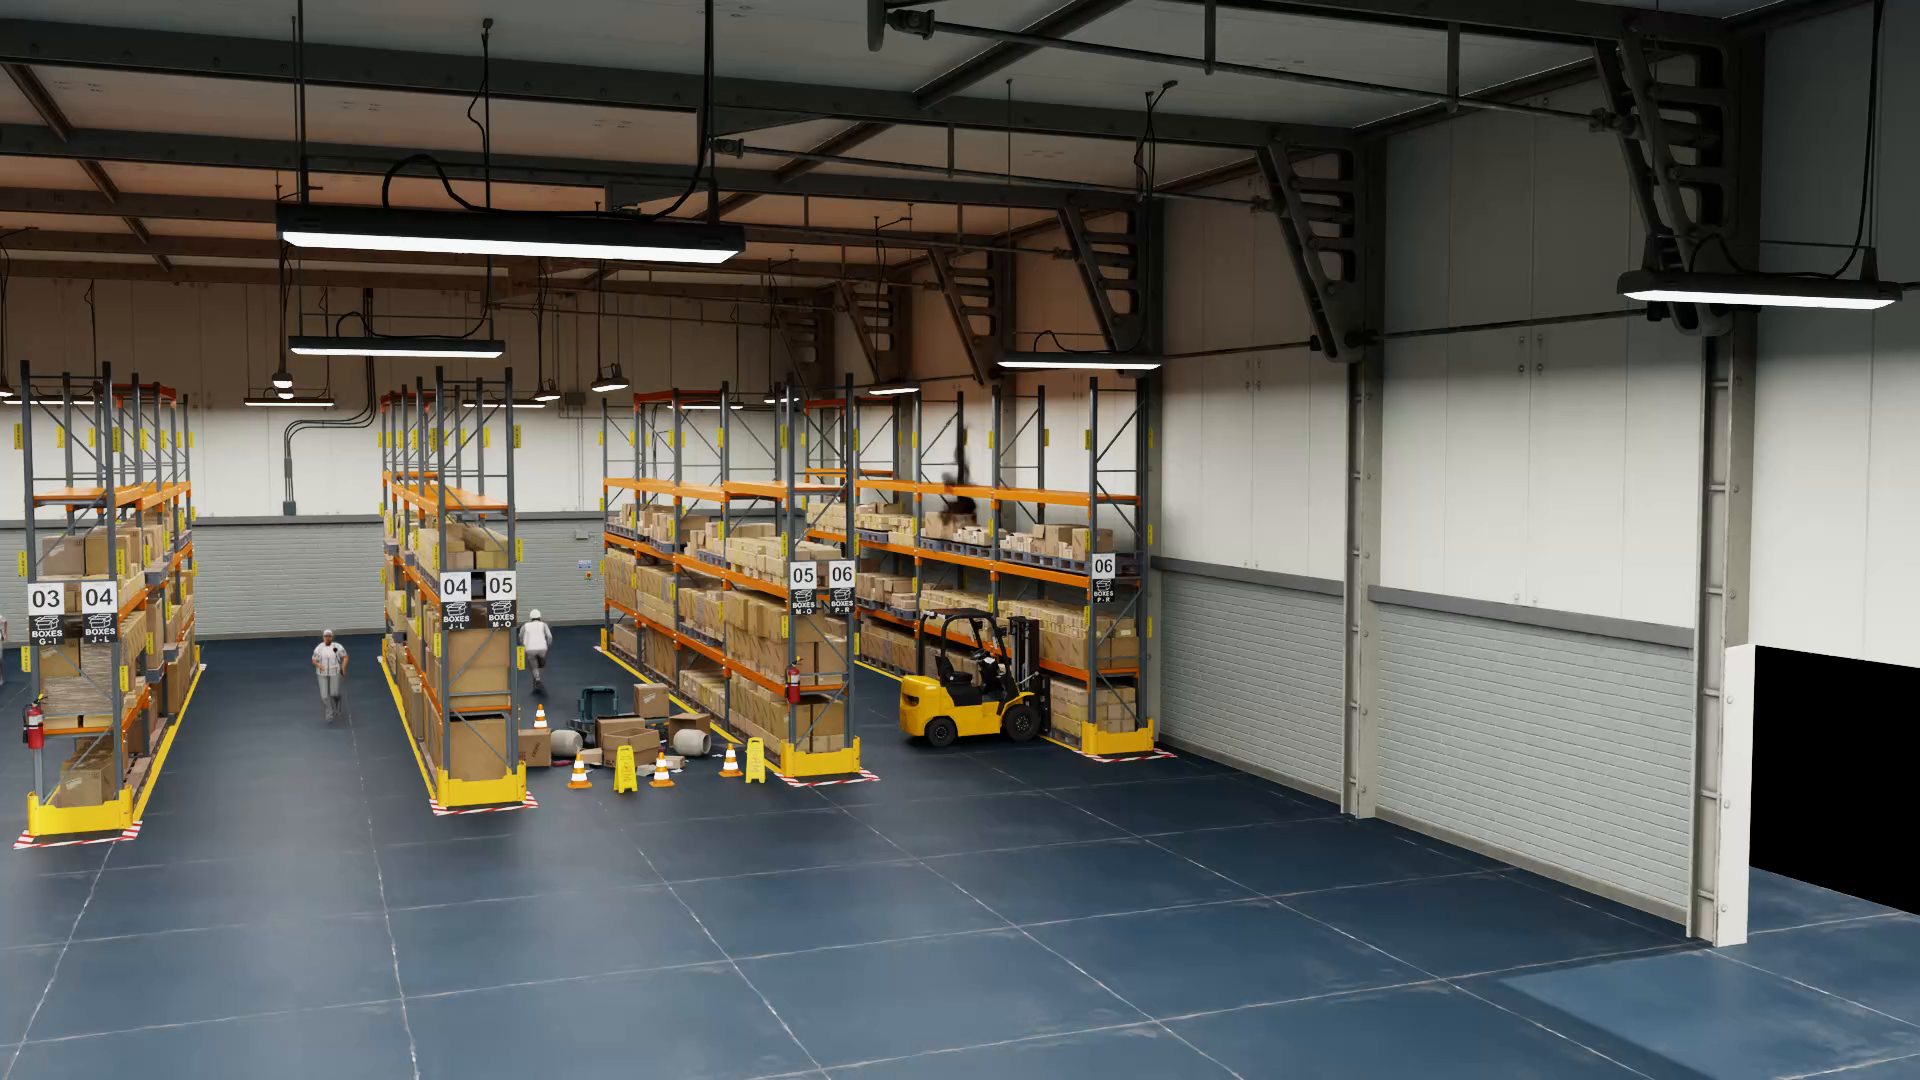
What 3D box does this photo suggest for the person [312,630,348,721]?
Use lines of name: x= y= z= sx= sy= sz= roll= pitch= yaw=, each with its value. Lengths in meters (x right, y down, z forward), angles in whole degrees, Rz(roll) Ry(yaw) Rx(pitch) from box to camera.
person: x=-11.218 y=2.413 z=29.593 sx=0.599 sy=1.628 sz=0.539 roll=-1 pitch=4 yaw=-14

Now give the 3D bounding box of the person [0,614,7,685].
person: x=-19.882 y=2.115 z=34.167 sx=0.522 sy=1.739 sz=0.736 roll=-2 pitch=4 yaw=-24

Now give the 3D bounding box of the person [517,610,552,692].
person: x=-8.423 y=2.230 z=32.970 sx=0.670 sy=1.619 sz=1.010 roll=-1 pitch=4 yaw=-15
